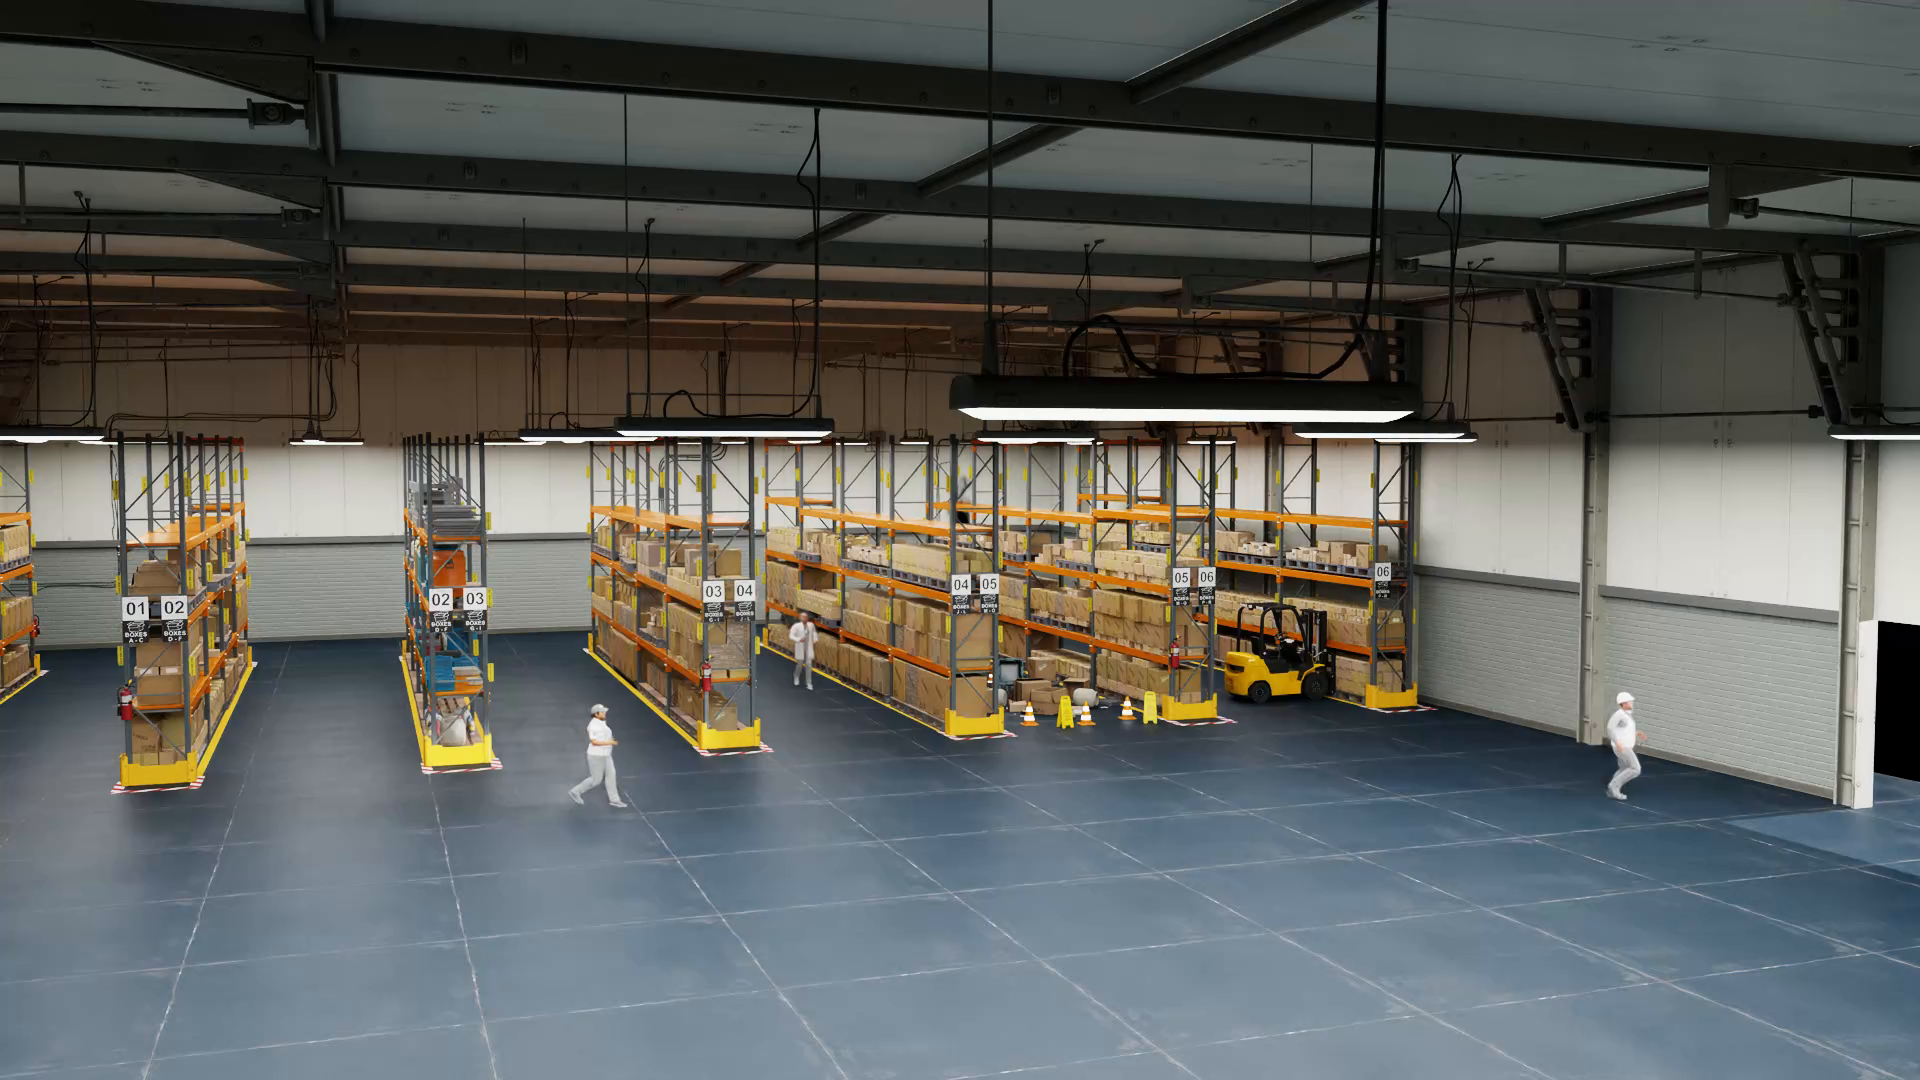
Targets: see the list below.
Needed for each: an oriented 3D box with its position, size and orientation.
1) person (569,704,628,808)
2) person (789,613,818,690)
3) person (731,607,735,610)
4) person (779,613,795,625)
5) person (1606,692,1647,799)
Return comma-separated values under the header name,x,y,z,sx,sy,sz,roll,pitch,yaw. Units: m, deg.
name,x,y,z,sx,sy,sz,roll,pitch,yaw
person,-5.719,3.430,26.293,0.921,1.657,0.609,0,3,1
person,-3.729,2.628,39.706,0.732,1.807,0.947,-1,3,-22
person,-6.890,2.305,48.164,0.644,1.515,0.545,1,3,15
person,-5.198,2.158,49.831,0.799,1.603,0.646,1,3,19
person,10.838,3.347,27.028,0.601,1.739,0.667,2,4,27
